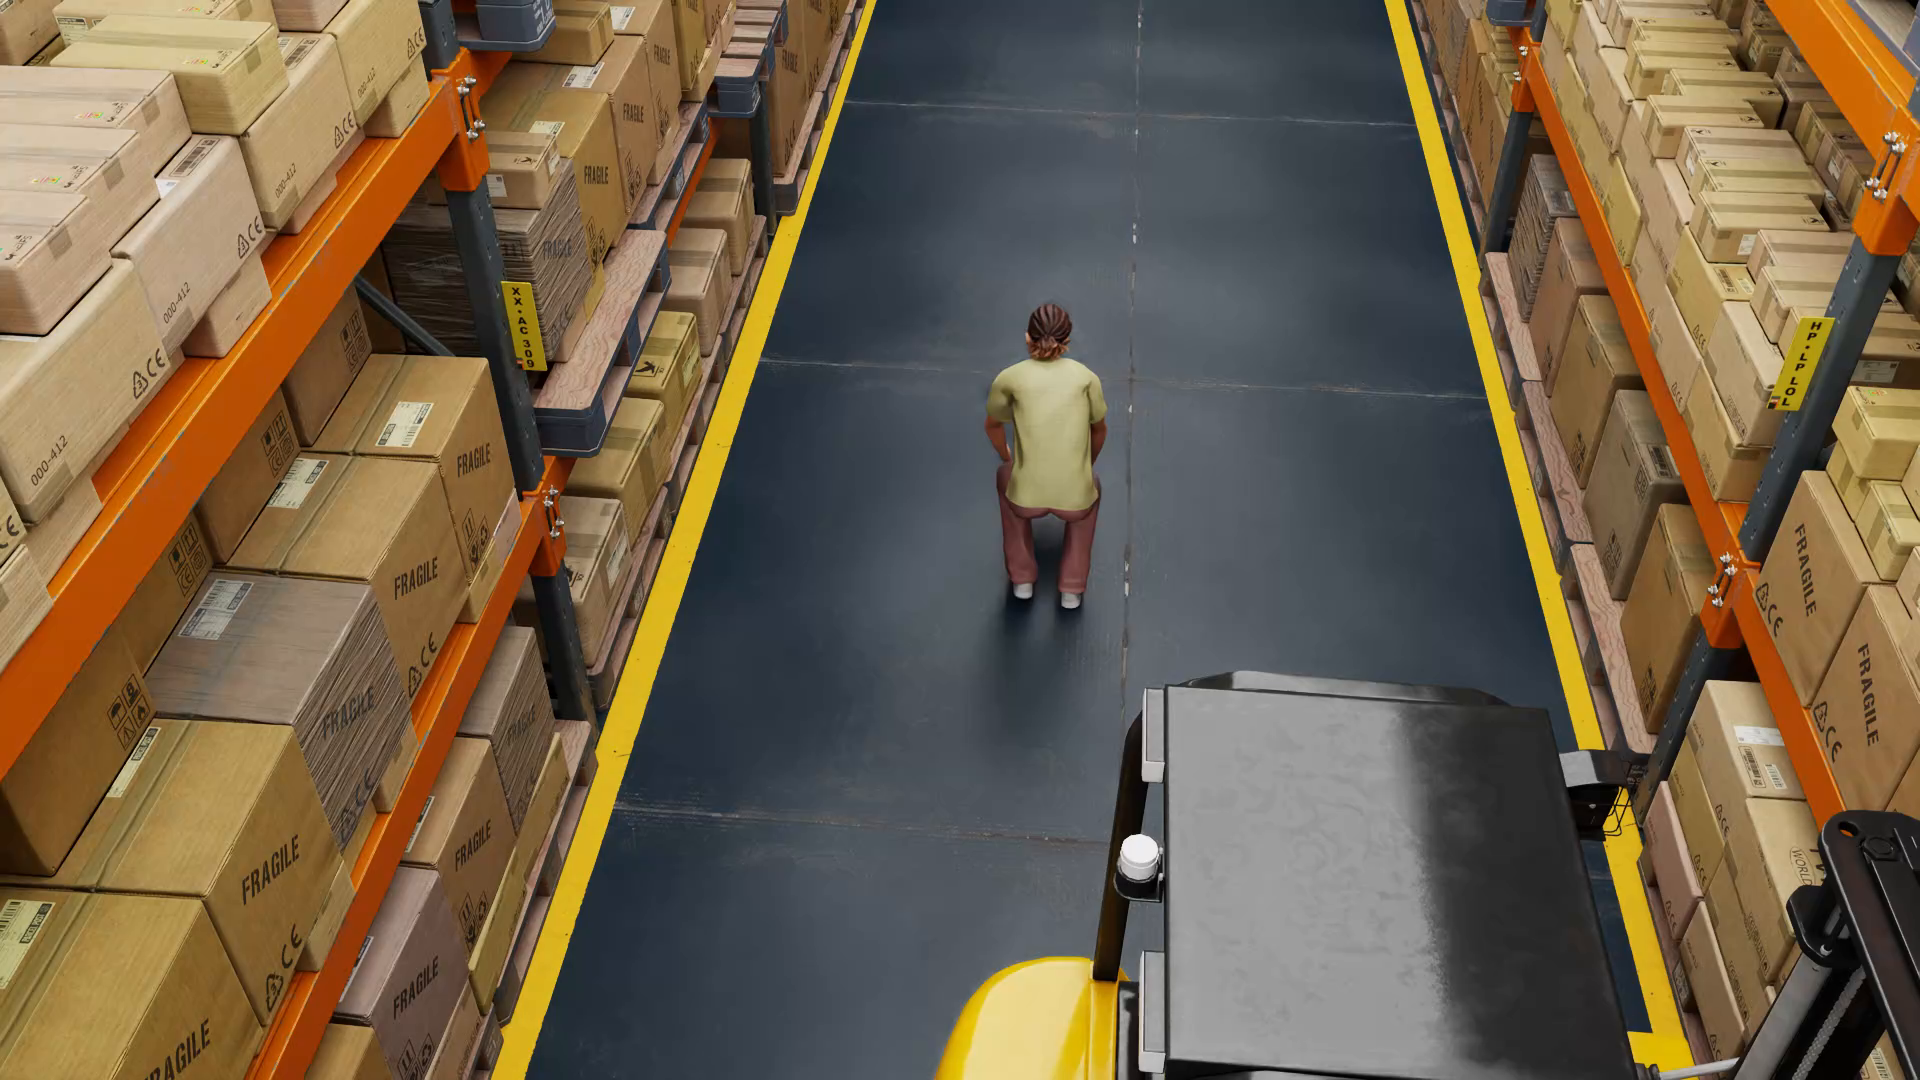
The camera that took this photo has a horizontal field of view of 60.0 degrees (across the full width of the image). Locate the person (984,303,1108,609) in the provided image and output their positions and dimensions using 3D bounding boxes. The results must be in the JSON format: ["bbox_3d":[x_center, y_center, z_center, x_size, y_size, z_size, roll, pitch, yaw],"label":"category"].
[{"bbox_3d":[0.345,-0.311,6.880,0.509,1.222,0.716,3,40,4],"label":"person"}]
